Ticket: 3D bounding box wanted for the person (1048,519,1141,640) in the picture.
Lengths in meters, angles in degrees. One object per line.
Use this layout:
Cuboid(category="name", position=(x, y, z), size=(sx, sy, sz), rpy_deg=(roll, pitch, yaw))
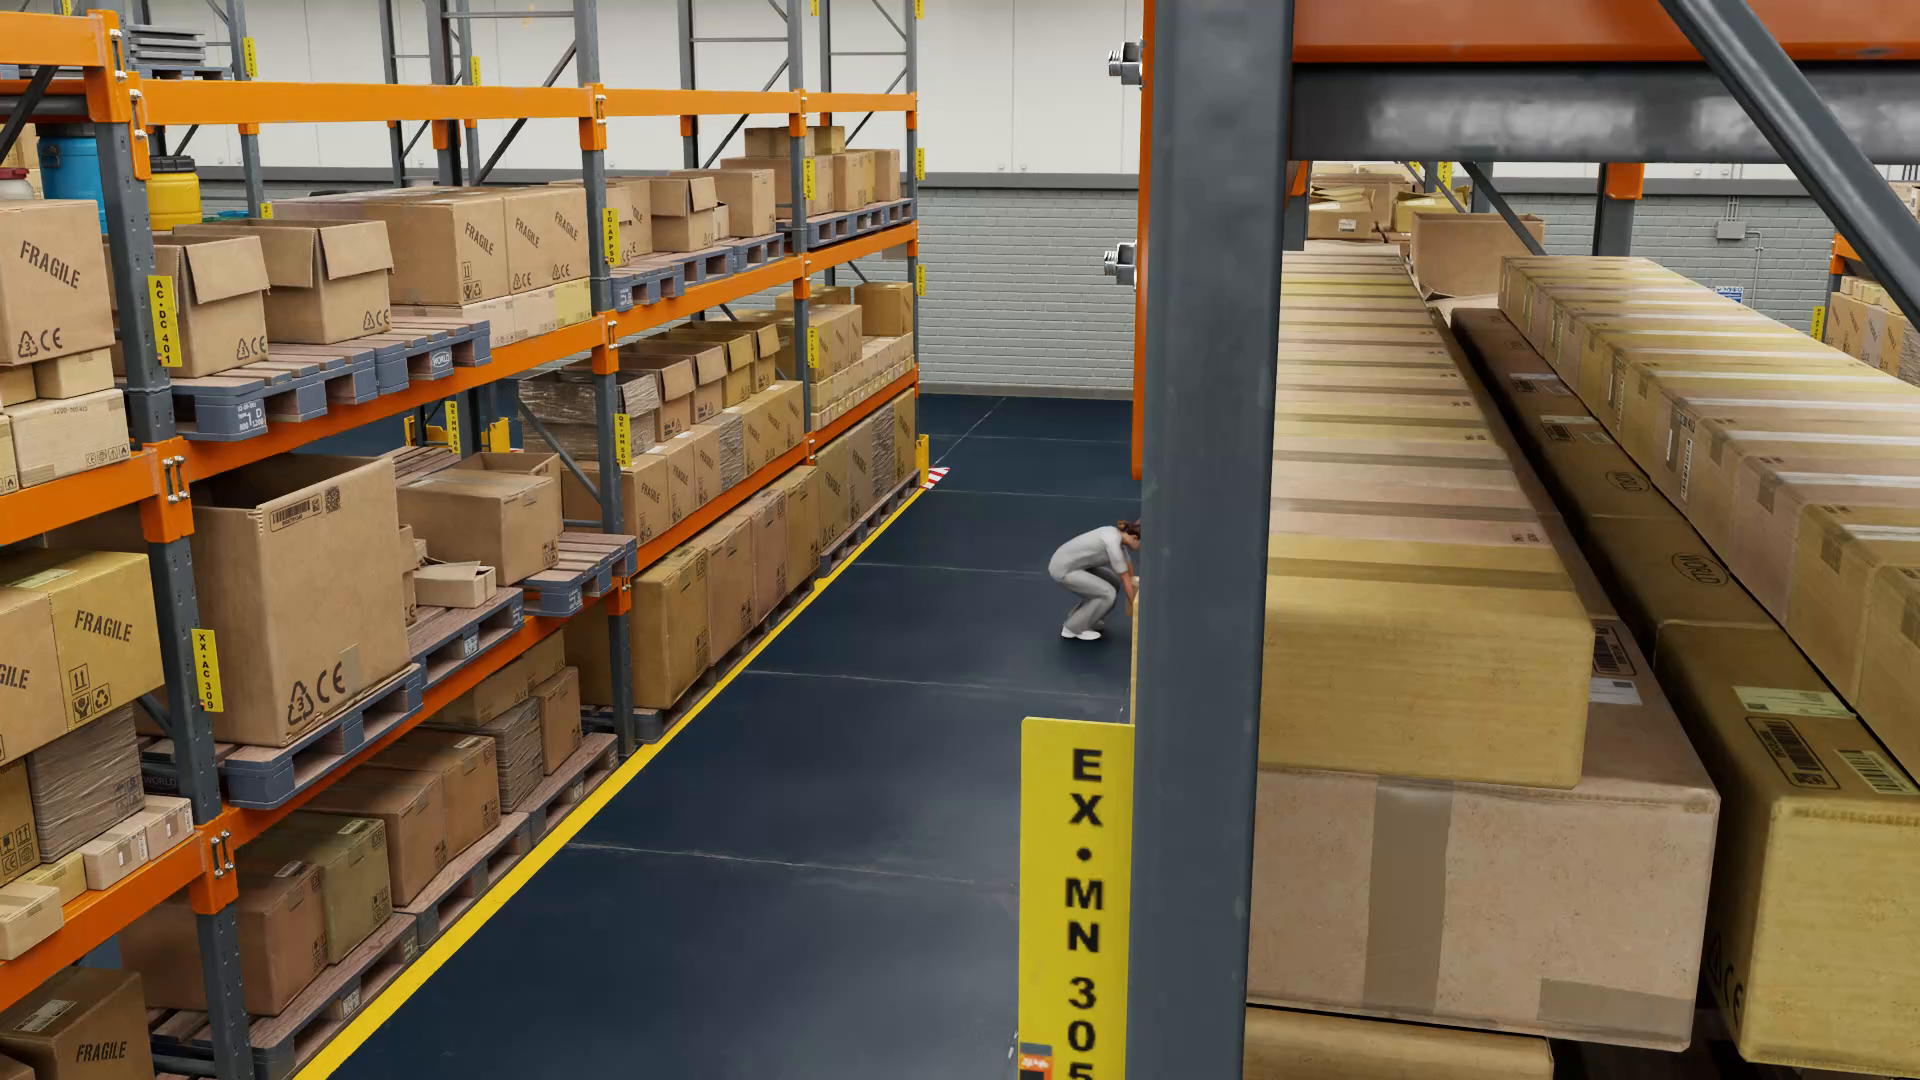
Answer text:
Cuboid(category="person", position=(1.102, 0.287, 12.883), size=(0.830, 0.938, 0.461), rpy_deg=(3, 15, 10))
